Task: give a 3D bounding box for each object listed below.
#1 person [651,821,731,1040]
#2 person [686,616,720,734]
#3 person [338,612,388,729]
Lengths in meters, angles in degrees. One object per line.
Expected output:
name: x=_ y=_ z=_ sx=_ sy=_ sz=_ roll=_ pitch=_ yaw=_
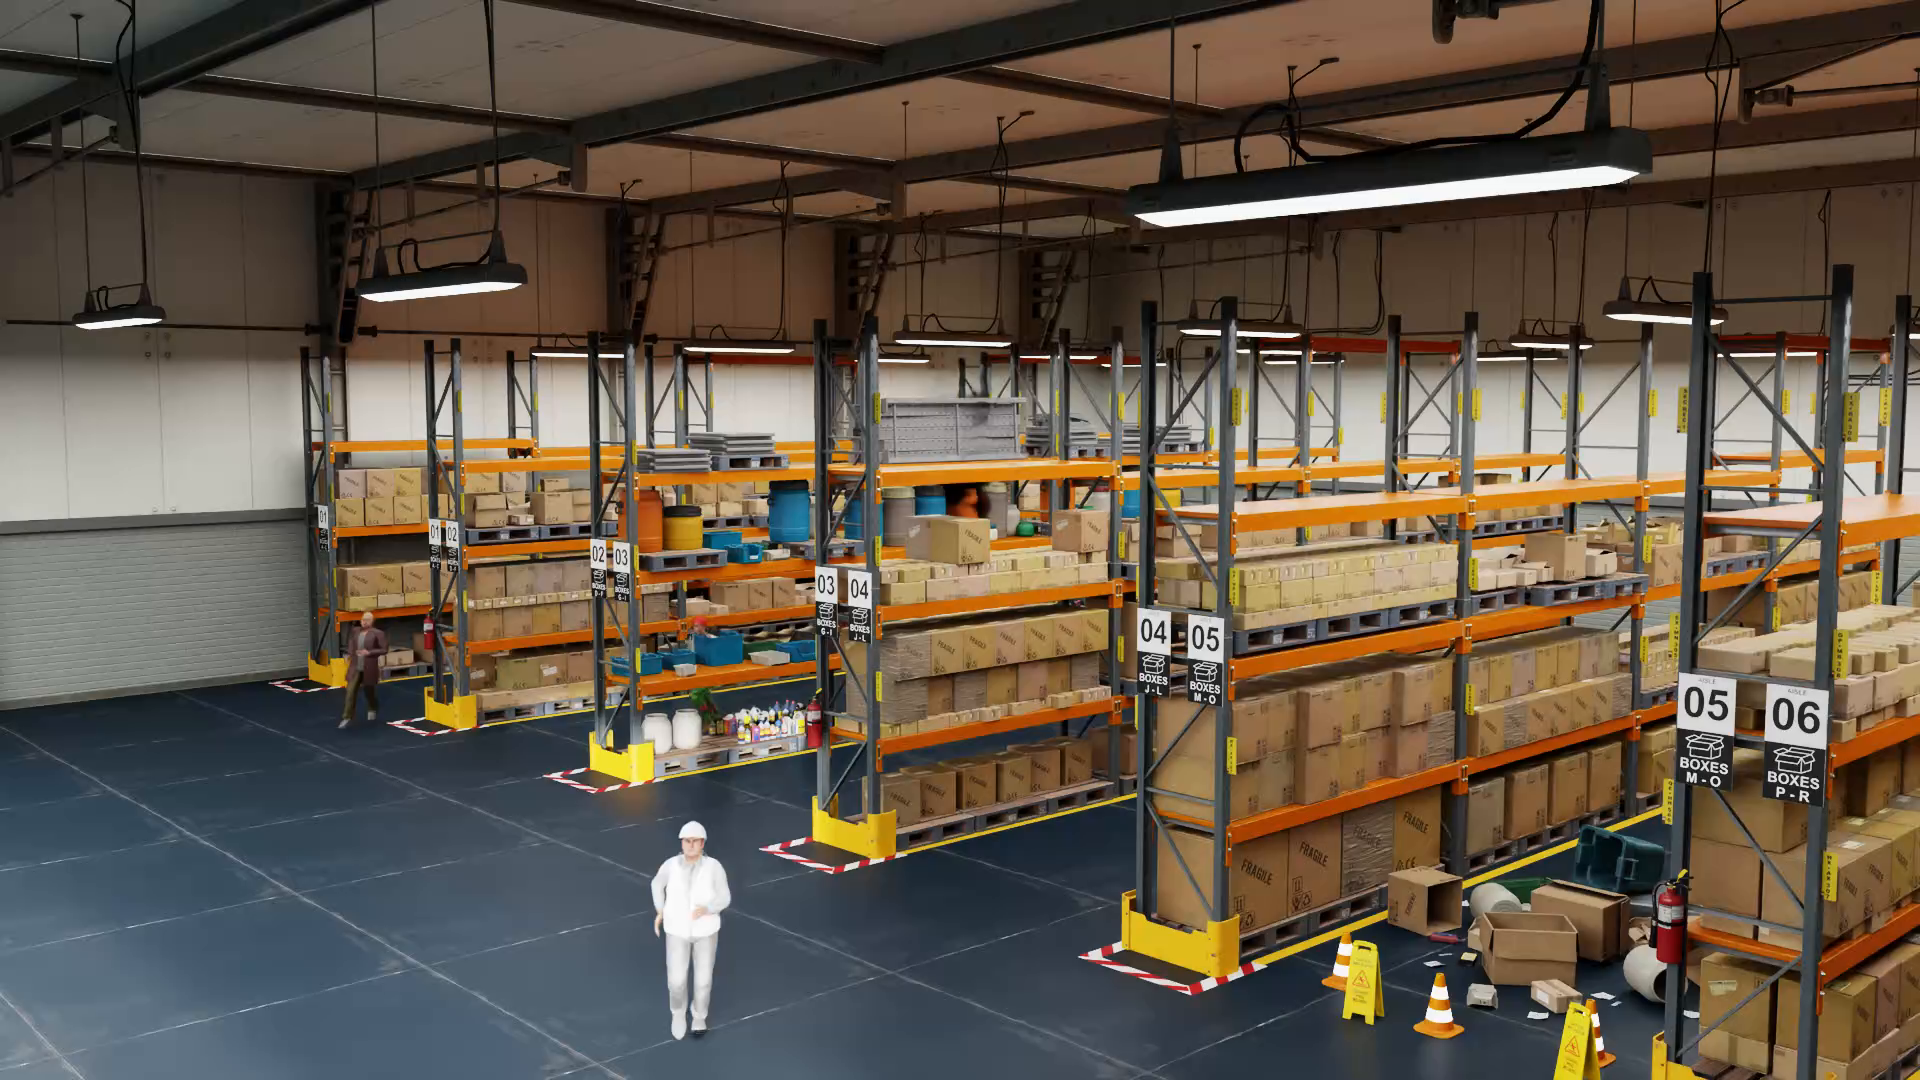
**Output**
person: x=-2.143 y=3.120 z=13.239 sx=0.638 sy=1.751 sz=0.670 roll=-1 pitch=5 yaw=-7
person: x=-3.924 y=2.053 z=25.276 sx=0.643 sy=1.796 sz=0.805 roll=5 pitch=7 yaw=42
person: x=-9.186 y=2.008 z=25.731 sx=0.733 sy=1.689 sz=1.114 roll=0 pitch=5 yaw=5
